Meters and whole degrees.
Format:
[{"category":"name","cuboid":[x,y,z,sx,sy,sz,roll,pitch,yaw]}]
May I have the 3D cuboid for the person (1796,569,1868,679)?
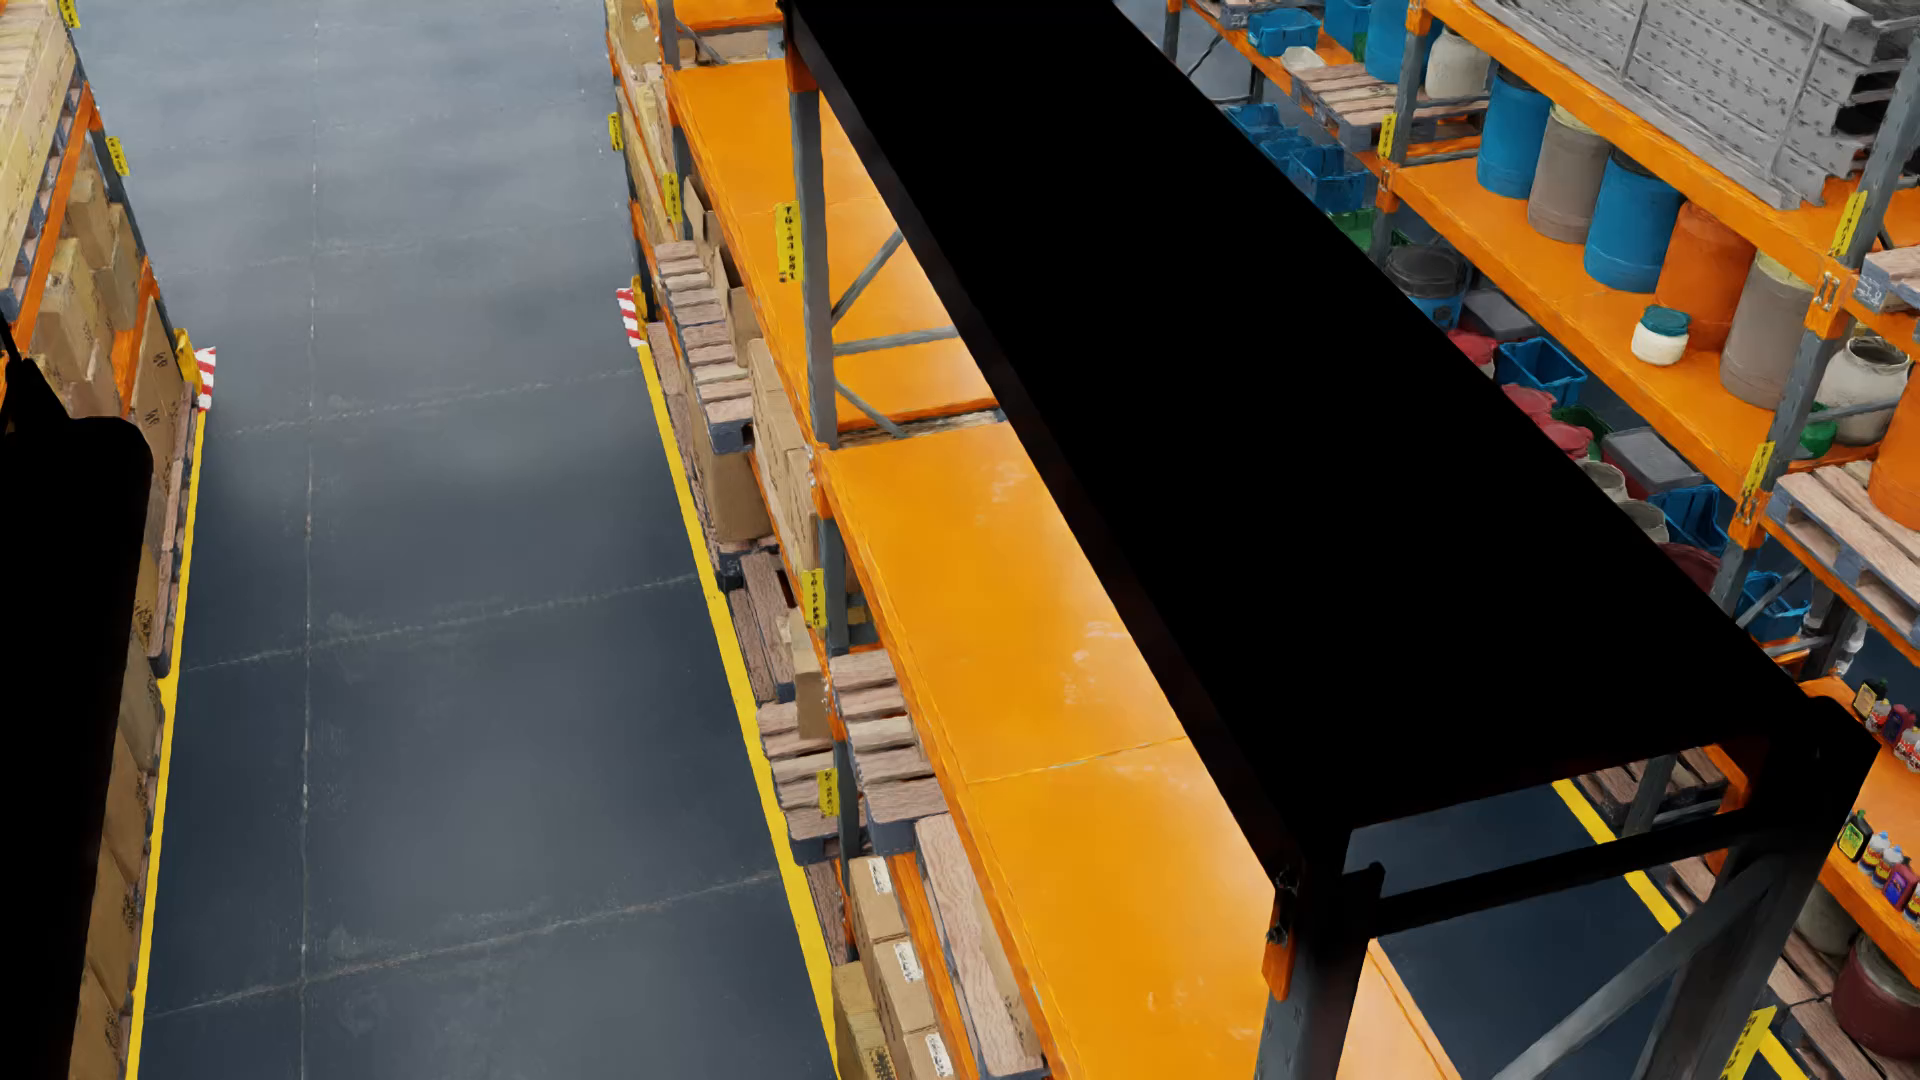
[{"category":"person","cuboid":[5.984,0.190,11.117,0.600,1.787,0.439,30,47,32]}]
